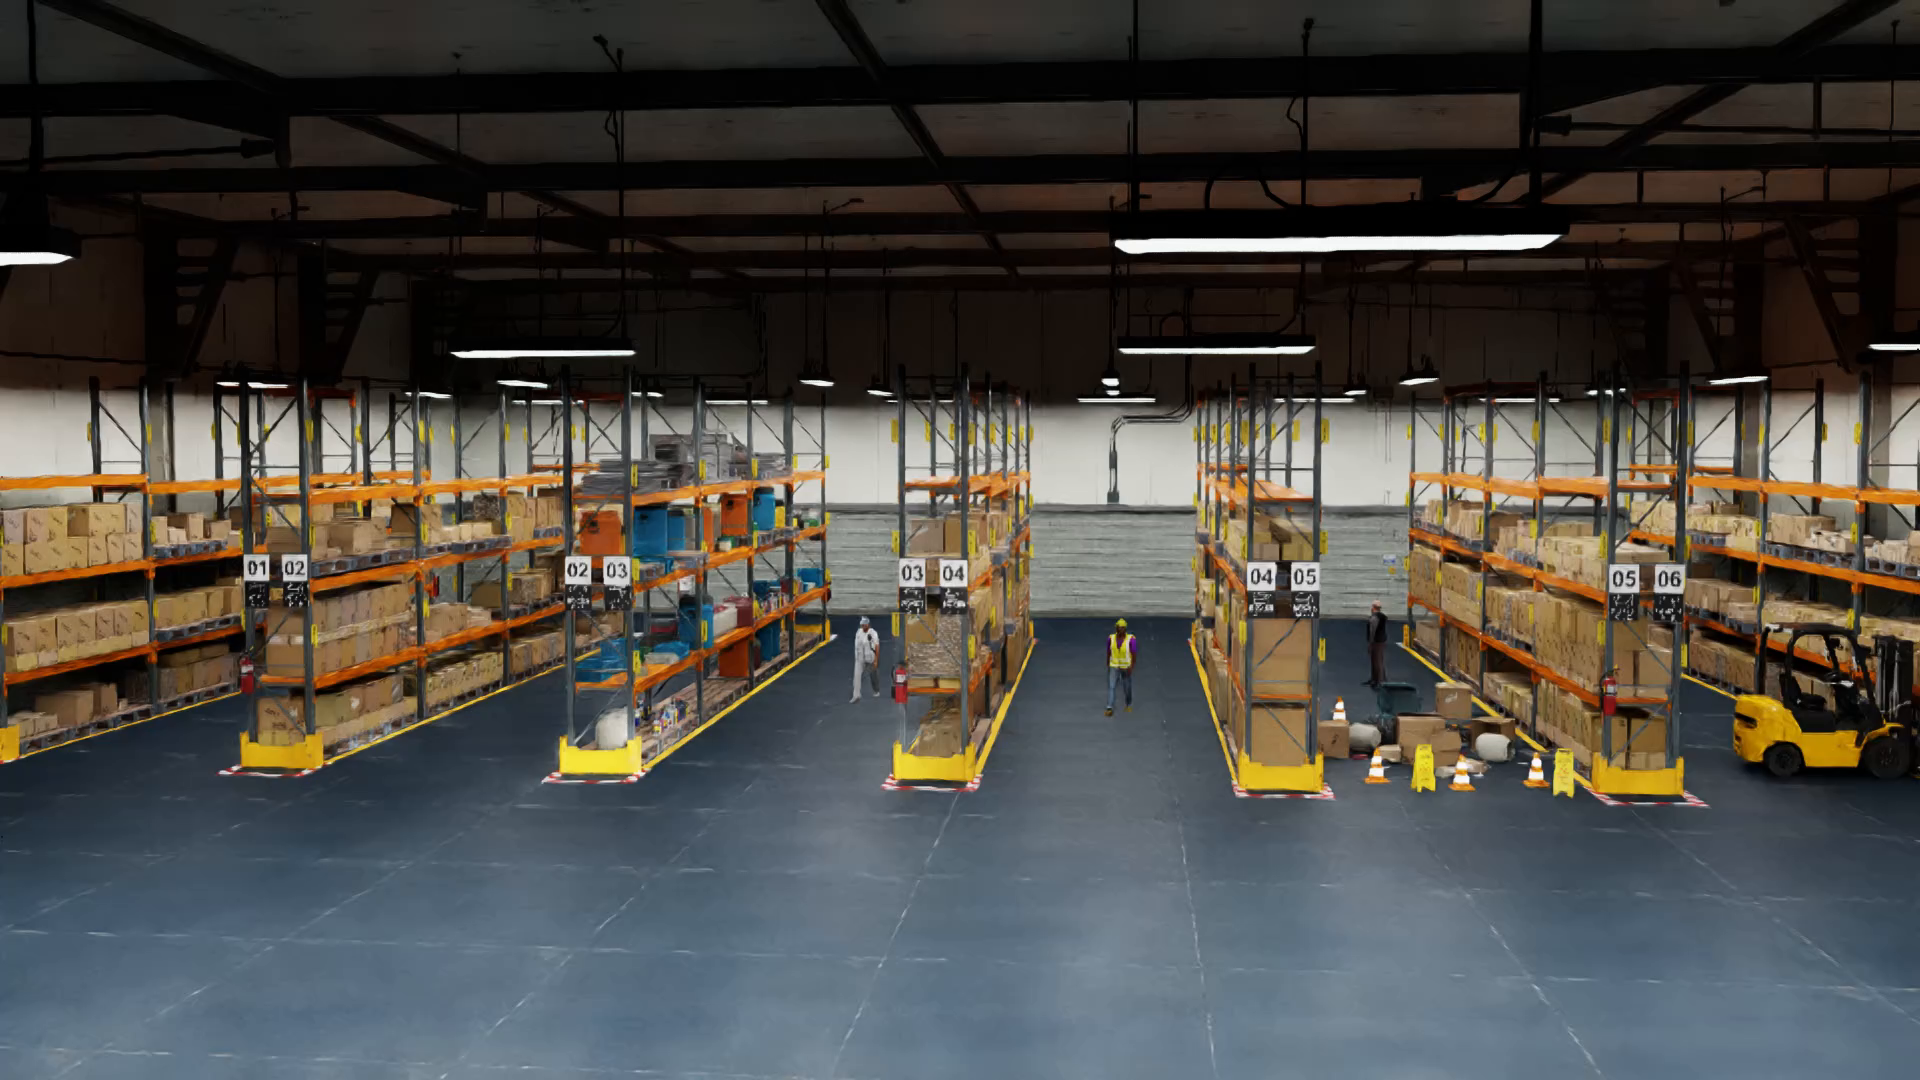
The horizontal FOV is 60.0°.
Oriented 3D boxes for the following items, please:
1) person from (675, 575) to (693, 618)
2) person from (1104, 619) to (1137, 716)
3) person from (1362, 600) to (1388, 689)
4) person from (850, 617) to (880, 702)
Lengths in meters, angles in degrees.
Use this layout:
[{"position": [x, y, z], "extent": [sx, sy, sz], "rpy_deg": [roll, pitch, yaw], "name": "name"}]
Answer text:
[{"position": [-7.252, 1.331, 44.055], "extent": [0.559, 1.671, 0.700], "rpy_deg": [4, 5, 44], "name": "person"}, {"position": [2.861, 2.246, 29.517], "extent": [0.563, 1.708, 1.042], "rpy_deg": [1, 4, 14], "name": "person"}, {"position": [8.143, 2.040, 32.620], "extent": [0.581, 1.707, 0.632], "rpy_deg": [2, 4, 32], "name": "person"}, {"position": [-1.736, 2.205, 31.027], "extent": [0.481, 1.580, 1.094], "rpy_deg": [1, 4, 8], "name": "person"}]
